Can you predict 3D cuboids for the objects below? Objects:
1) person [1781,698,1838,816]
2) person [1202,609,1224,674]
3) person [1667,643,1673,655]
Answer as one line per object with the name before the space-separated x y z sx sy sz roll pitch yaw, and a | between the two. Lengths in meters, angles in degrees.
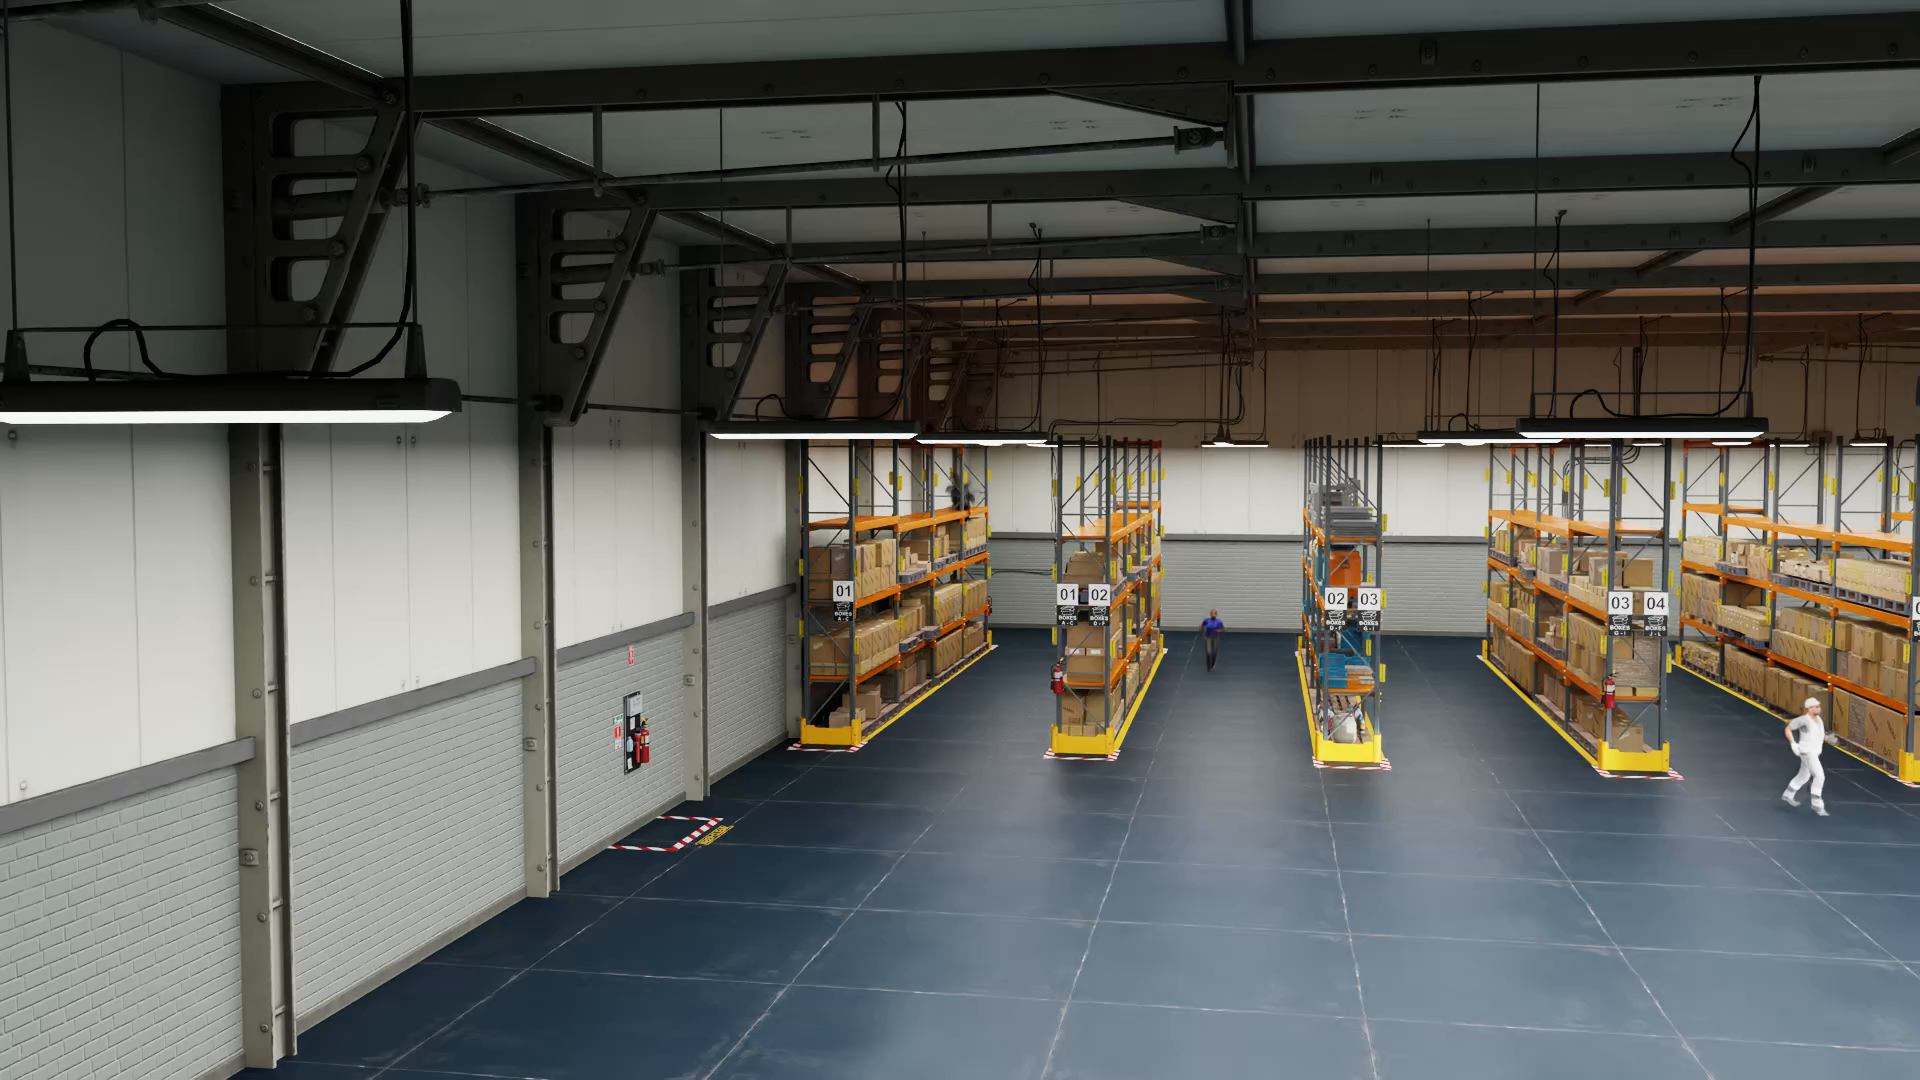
person | 13.432 3.408 26.322 0.638 1.841 0.809 -3 4 -41
person | 6.483 2.611 42.679 0.556 1.683 0.770 0 3 6
person | 19.298 2.426 45.839 0.715 1.741 0.610 1 3 10
